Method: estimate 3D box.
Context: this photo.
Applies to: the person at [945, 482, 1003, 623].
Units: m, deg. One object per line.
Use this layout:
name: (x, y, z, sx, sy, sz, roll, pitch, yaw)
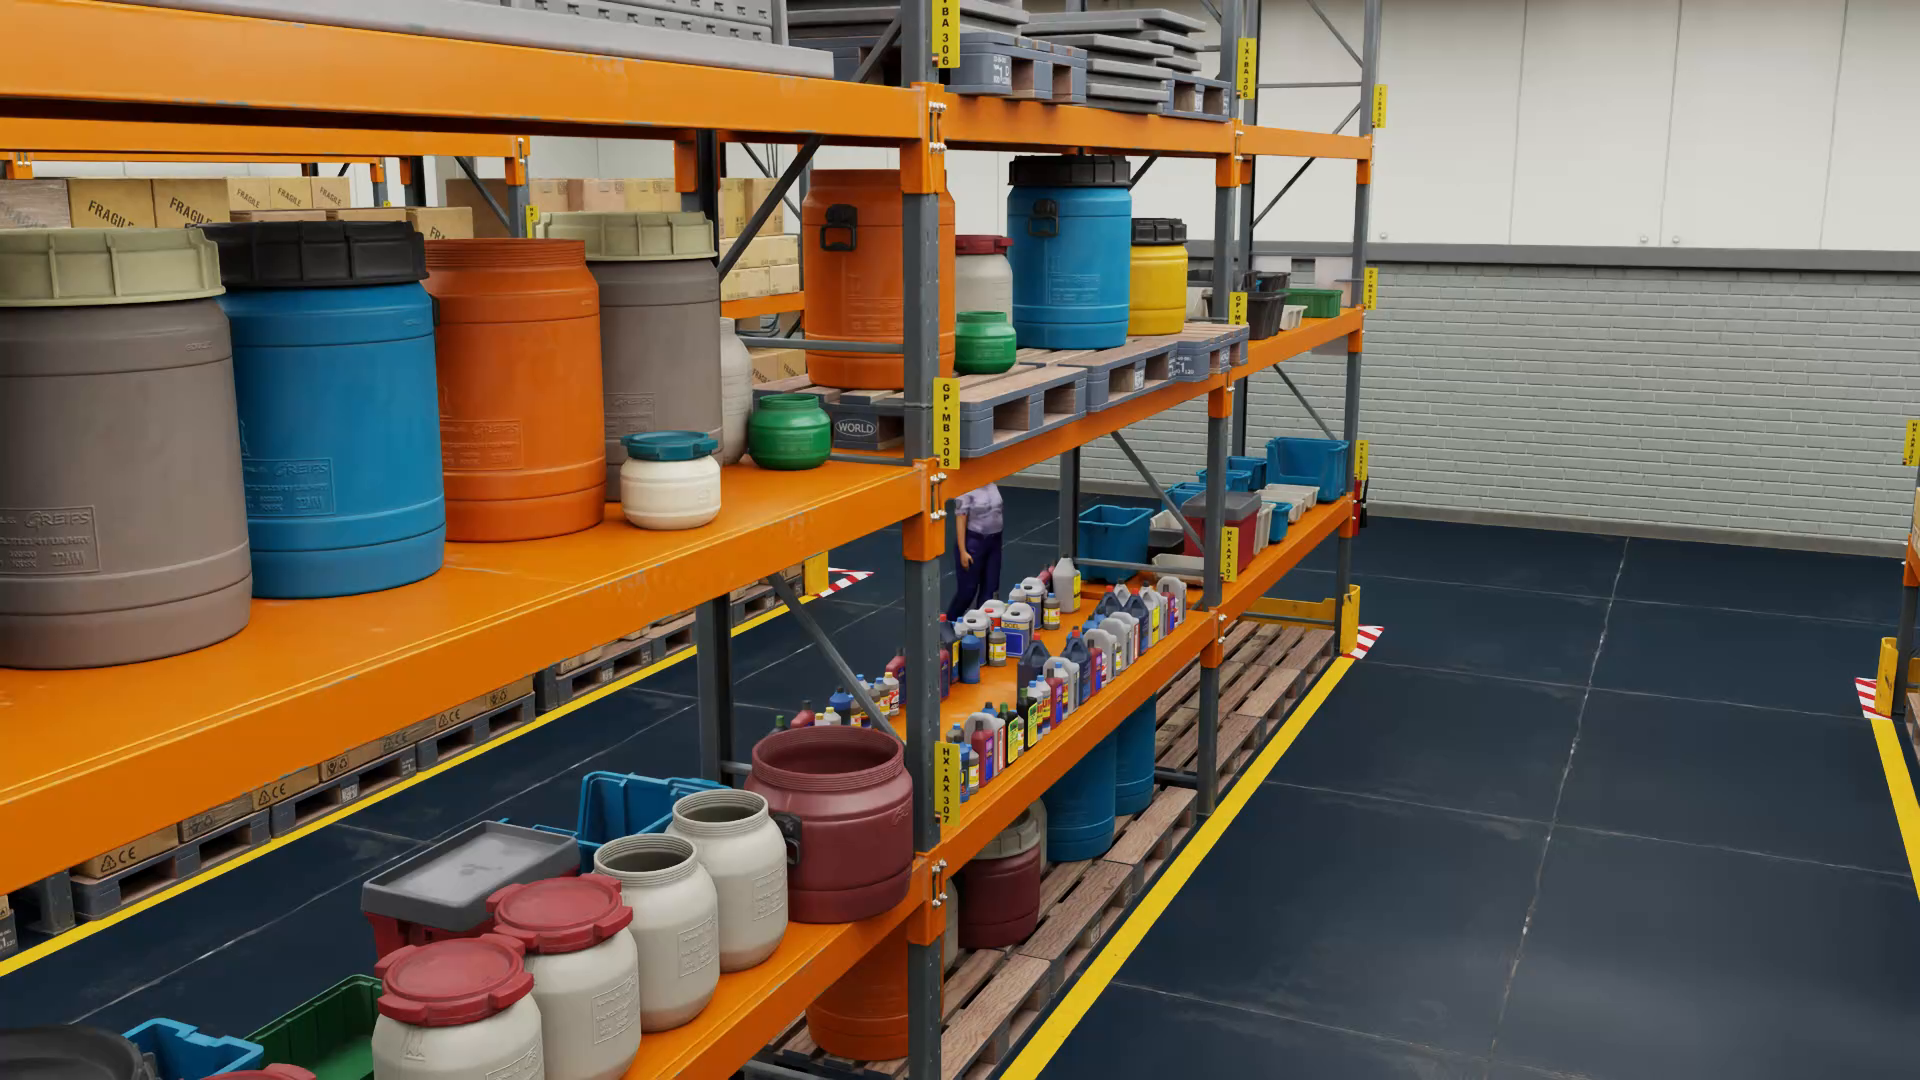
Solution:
person: (0.125, 0.078, 13.649, 0.626, 1.637, 0.506, 12, 17, 44)
